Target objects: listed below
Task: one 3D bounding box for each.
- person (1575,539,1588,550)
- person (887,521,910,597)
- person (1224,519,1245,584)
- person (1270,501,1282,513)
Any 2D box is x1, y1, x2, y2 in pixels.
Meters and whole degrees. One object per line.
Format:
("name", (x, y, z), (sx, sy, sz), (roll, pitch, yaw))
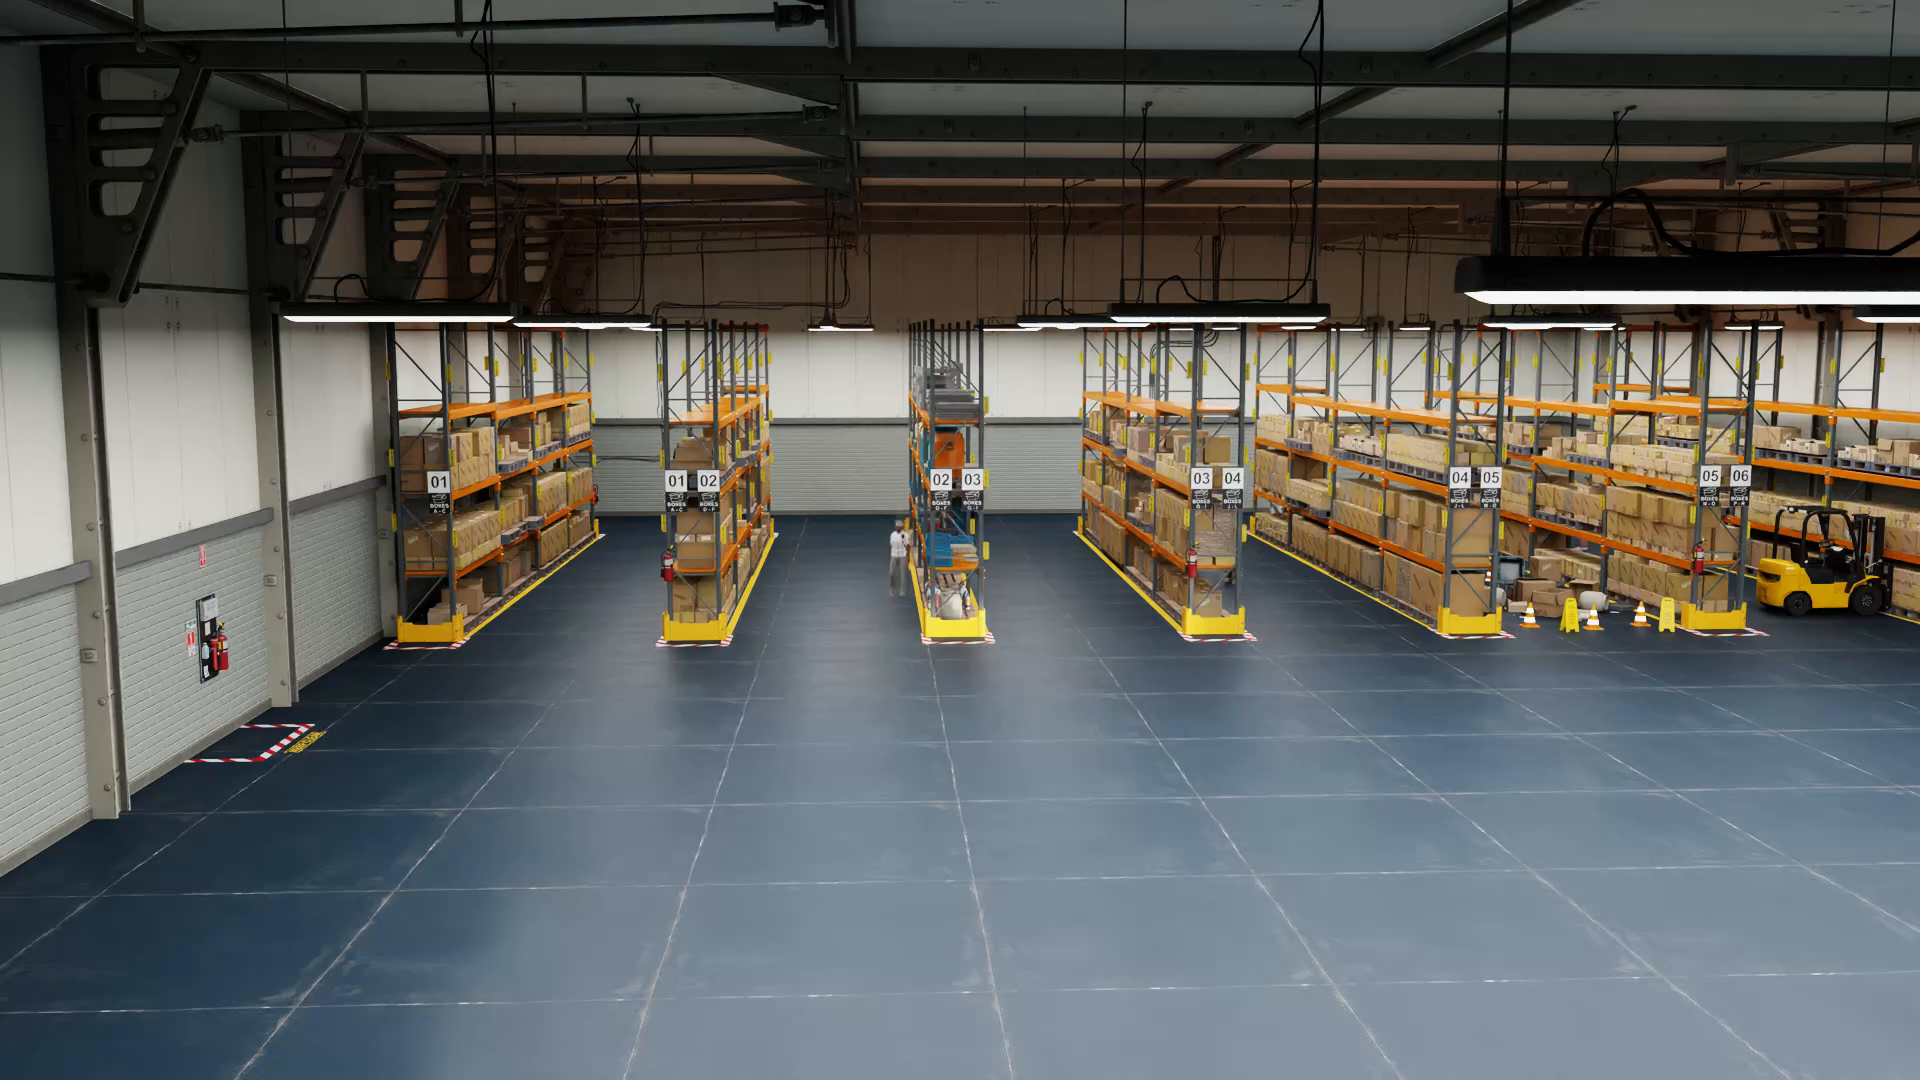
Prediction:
("person", (16.626, -0.578, 44.380), (0.371, 1.675, 0.517), (1, 7, 12))
("person", (-1.344, 0.408, 36.405), (0.517, 1.699, 0.369), (1, 7, 8))
("person", (6.311, 0.110, 38.392), (0.607, 1.801, 0.394), (6, 9, 38))
("person", (9.878, -1.552, 51.882), (0.573, 1.805, 0.538), (0, 7, 2))
